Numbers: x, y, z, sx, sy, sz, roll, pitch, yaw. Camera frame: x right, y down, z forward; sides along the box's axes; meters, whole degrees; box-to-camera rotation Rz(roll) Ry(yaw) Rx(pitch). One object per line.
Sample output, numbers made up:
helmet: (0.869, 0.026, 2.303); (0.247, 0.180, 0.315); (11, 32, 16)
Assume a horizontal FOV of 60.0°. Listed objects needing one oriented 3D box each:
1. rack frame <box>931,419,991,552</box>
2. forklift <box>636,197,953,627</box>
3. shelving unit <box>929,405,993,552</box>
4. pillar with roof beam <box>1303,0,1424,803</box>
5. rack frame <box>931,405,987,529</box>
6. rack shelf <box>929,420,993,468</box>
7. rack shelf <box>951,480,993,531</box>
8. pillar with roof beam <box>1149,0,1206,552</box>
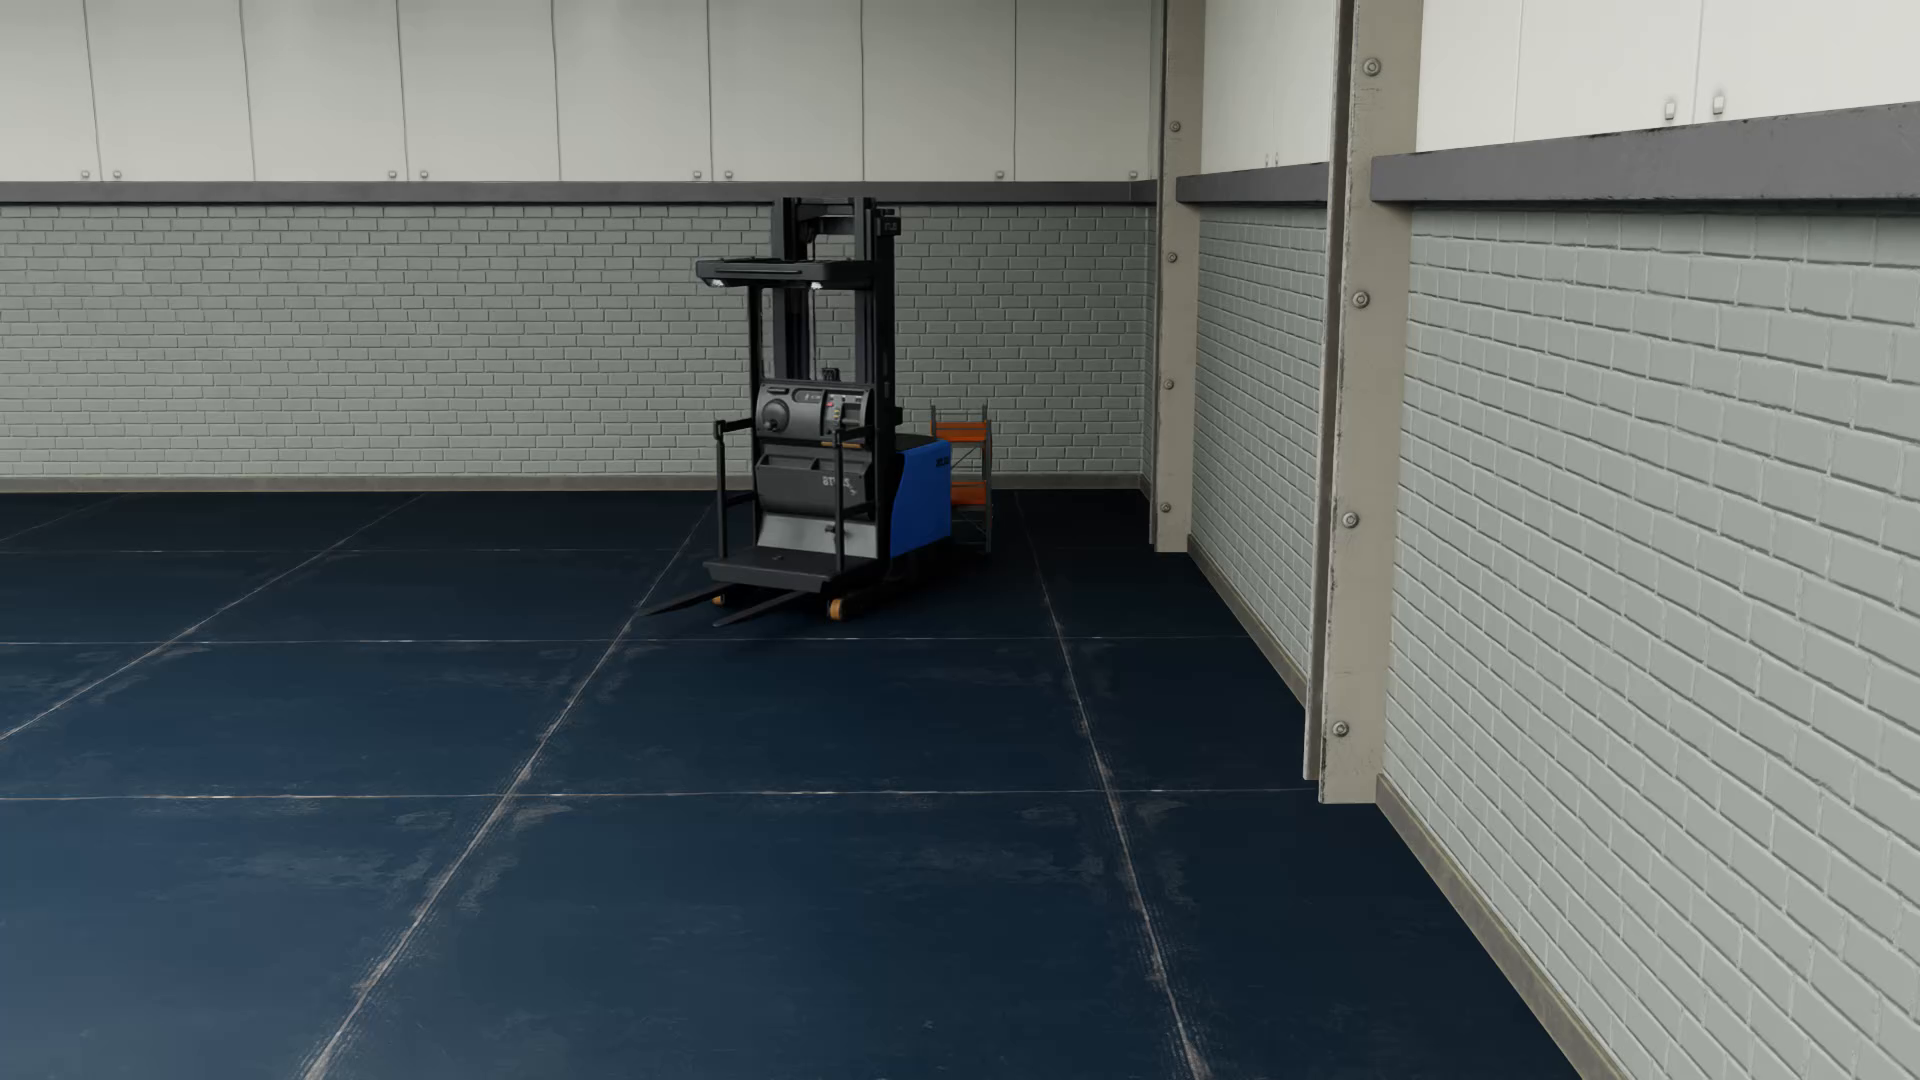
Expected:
rack frame: (0.011, -0.449, 13.943); (0.500, 1.125, 0.032); (0, 11, -1)
forklift: (-1.167, -0.962, 11.930); (1.130, 2.935, 3.031); (6, 13, 26)
shelving unit: (0.000, -0.550, 14.441); (0.538, 1.125, 1.048); (0, 11, -1)
pillar with roof beam: (-2.381, -3.138, 7.391); (9.100, 9.000, 0.400); (0, 11, -1)
rack frame: (-0.010, -0.651, 14.939); (0.500, 1.125, 0.032); (0, 11, -1)
rack shelf: (0.000, -0.837, 14.382); (0.538, 0.278, 1.000); (0, 11, -1)
rack shelf: (0.000, -0.310, 14.489); (0.538, 0.278, 1.000); (0, 11, -1)
pillar with roof beam: (-2.505, -4.330, 13.270); (9.100, 9.000, 0.400); (0, 11, -1)
